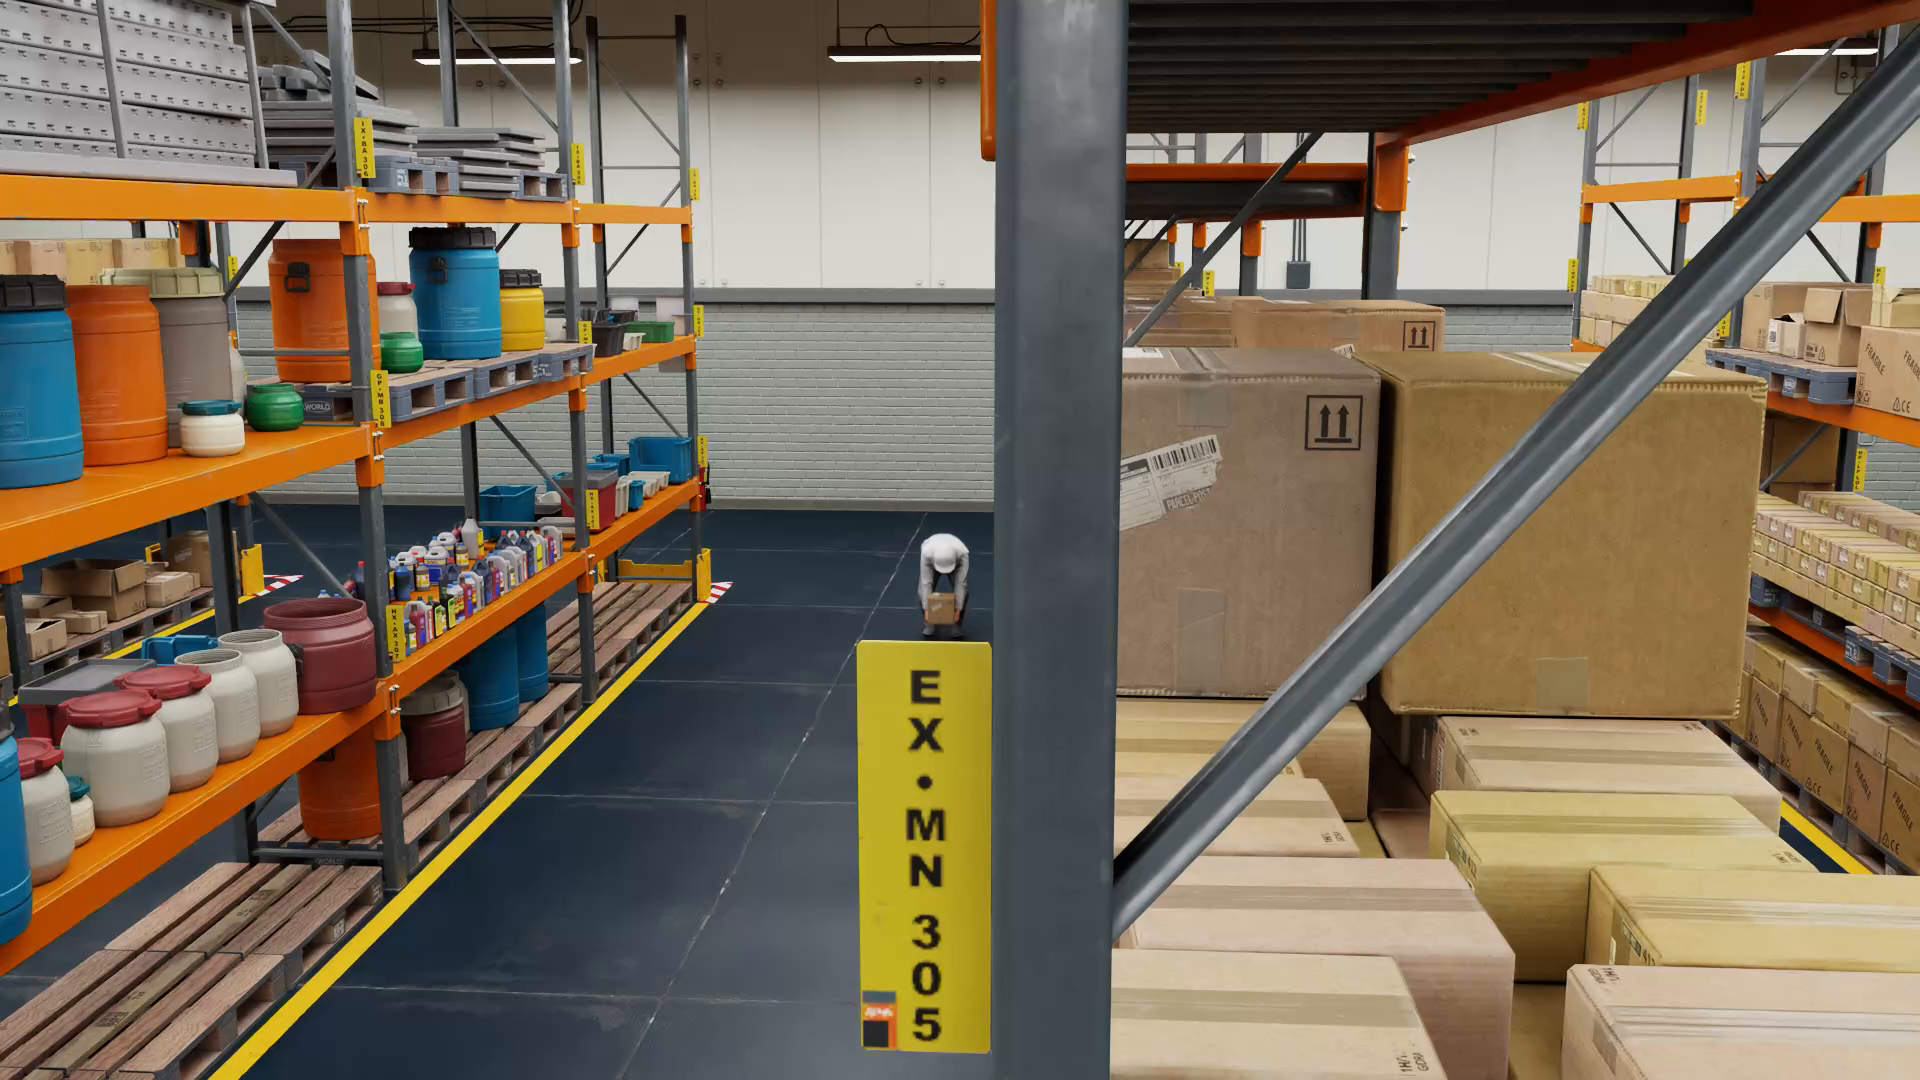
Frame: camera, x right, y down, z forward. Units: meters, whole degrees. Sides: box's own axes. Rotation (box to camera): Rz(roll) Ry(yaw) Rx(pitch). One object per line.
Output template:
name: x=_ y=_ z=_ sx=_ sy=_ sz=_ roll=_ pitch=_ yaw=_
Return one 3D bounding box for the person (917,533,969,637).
person: x=-0.161 y=0.451 z=16.007 sx=0.502 sy=1.014 sz=0.995 roll=0 pitch=11 yaw=1
